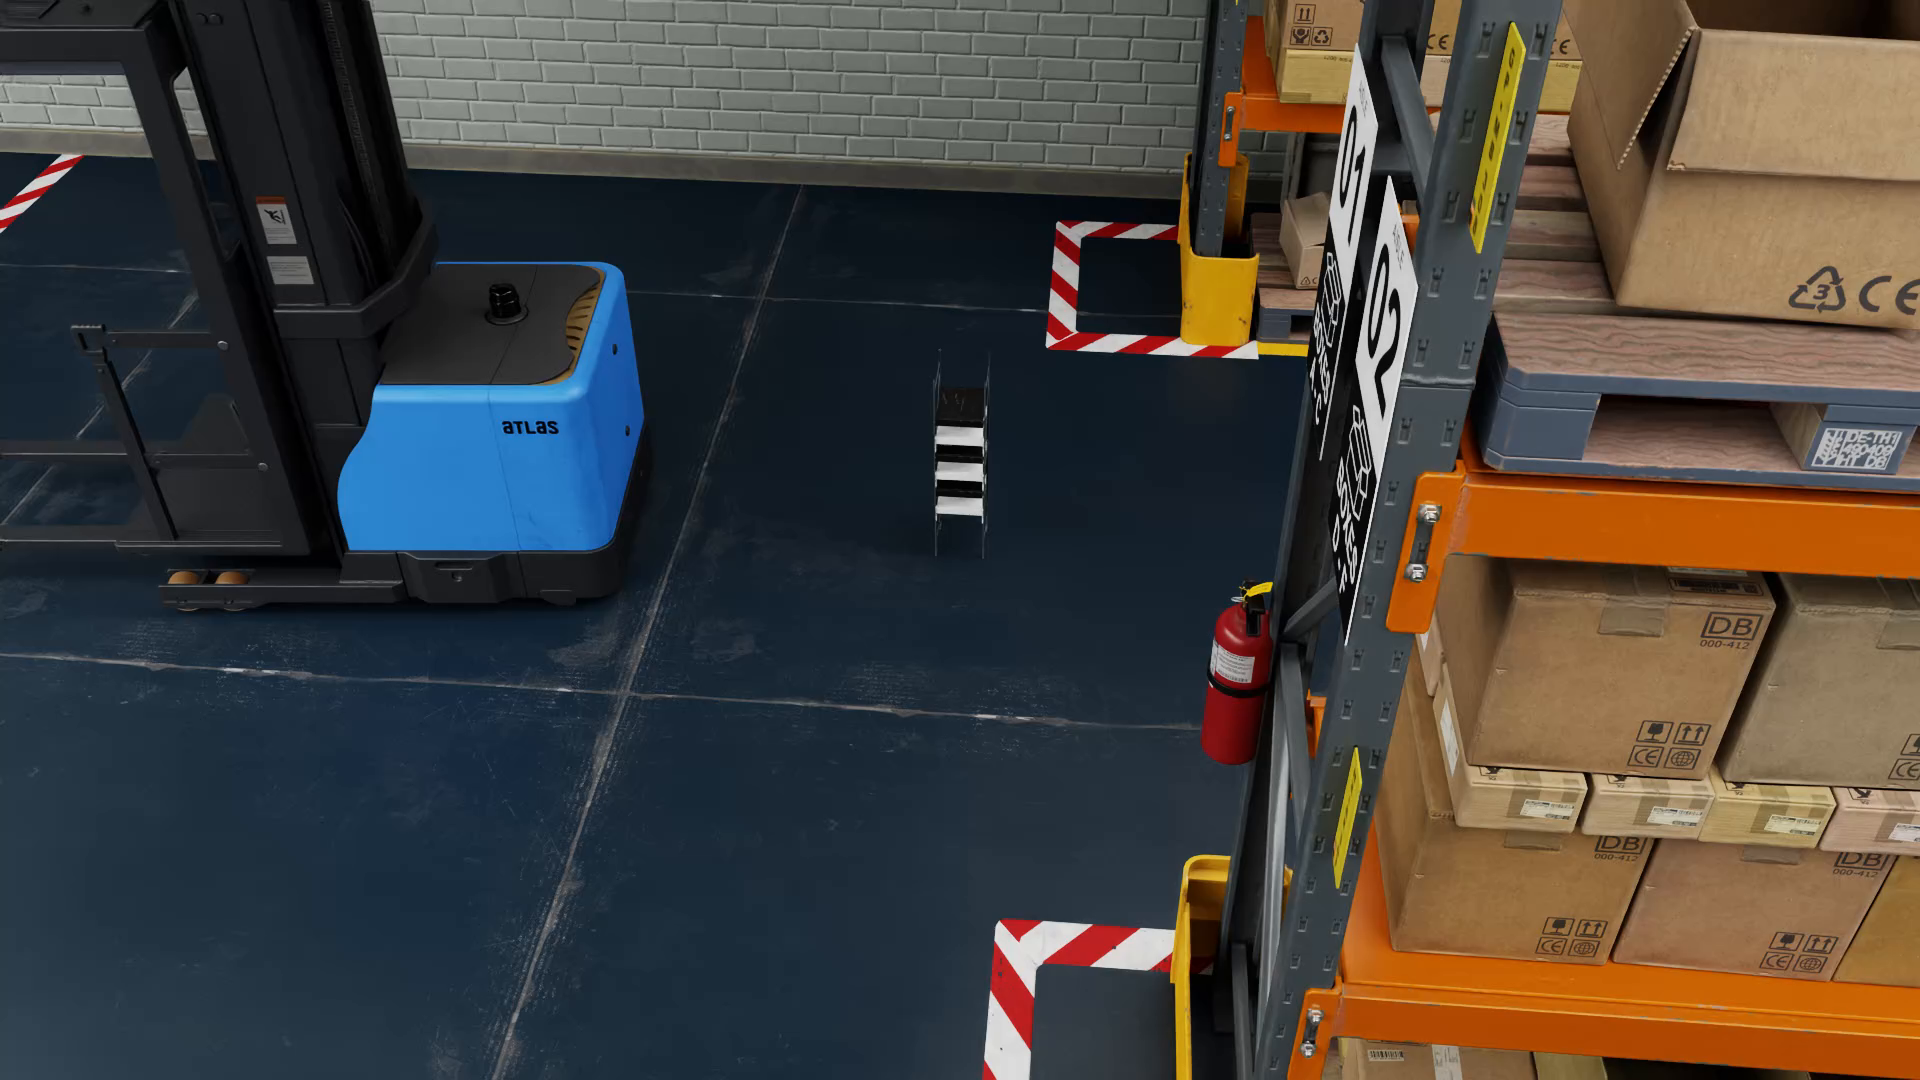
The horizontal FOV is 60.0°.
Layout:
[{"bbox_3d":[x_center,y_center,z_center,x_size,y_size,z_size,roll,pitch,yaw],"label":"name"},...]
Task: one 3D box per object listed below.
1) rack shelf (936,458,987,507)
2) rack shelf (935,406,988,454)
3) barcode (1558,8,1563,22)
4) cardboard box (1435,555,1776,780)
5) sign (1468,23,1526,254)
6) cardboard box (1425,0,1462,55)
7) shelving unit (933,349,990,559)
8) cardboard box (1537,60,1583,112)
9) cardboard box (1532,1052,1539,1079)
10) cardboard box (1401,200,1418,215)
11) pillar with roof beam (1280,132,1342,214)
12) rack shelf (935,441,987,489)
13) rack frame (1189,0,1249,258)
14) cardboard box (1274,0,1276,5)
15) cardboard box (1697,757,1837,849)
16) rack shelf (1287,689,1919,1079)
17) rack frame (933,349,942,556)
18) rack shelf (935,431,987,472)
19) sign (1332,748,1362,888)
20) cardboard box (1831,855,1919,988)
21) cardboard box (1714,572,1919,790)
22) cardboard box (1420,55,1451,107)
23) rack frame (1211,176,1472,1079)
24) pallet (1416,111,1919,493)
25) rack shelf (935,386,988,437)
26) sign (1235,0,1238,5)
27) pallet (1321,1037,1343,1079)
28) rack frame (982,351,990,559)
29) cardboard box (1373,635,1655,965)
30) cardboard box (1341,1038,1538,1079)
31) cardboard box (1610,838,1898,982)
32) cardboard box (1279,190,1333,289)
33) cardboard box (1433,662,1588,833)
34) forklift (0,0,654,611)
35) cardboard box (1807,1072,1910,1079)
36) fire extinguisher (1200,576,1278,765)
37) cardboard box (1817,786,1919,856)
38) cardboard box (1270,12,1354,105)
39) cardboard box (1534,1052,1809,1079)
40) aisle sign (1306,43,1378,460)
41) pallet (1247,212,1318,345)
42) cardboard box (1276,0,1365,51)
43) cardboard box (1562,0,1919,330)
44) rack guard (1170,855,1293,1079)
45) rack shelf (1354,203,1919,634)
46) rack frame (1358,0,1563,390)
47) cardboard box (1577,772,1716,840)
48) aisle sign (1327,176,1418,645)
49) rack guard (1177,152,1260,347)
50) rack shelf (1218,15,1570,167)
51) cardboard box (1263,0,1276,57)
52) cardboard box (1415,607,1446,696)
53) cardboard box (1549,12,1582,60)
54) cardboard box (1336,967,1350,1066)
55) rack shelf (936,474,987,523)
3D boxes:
[{"bbox_3d":[0.008,-0.253,7.043,0.200,0.077,0.258,3,39,4],"label":"rack shelf"},{"bbox_3d":[0.008,-0.462,6.873,0.200,0.077,0.258,3,39,4],"label":"rack shelf"},{"bbox_3d":[1.191,-1.083,3.369,0.075,0.075,0.001,3,39,4],"label":"barcode"},{"bbox_3d":[1.366,0.086,3.661,0.500,0.500,0.700,3,39,4],"label":"cardboard box"},{"bbox_3d":[0.795,-0.592,2.470,0.005,0.325,0.100,3,39,4],"label":"sign"},{"bbox_3d":[2.214,-2.516,7.474,0.500,0.500,0.500,3,39,4],"label":"cardboard box"},{"bbox_3d":[0.008,-0.349,6.965,0.210,0.900,0.258,3,39,4],"label":"shelving unit"},{"bbox_3d":[2.757,-2.196,7.675,0.500,0.250,0.500,3,39,3],"label":"cardboard box"},{"bbox_3d":[1.862,1.689,4.644,0.500,0.250,0.500,3,39,4],"label":"cardboard box"},{"bbox_3d":[2.522,-1.526,8.530,0.500,0.311,0.500,6,40,8],"label":"cardboard box"},{"bbox_3d":[1.673,-2.649,3.376,0.400,9.000,9.100,3,39,4],"label":"pillar with roof beam"},{"bbox_3d":[0.008,-0.323,6.986,0.200,0.077,0.258,3,39,4],"label":"rack shelf"},{"bbox_3d":[1.273,-2.524,7.974,0.127,3.000,1.000,3,39,4],"label":"rack frame"},{"bbox_3d":[1.761,-2.872,7.911,0.500,0.500,0.500,3,39,3],"label":"cardboard box"},{"bbox_3d":[1.733,0.486,3.684,0.250,0.149,0.380,3,39,4],"label":"cardboard box"},{"bbox_3d":[2.841,0.980,4.240,4.000,0.370,1.077,3,39,4],"label":"rack shelf"},{"bbox_3d":[-0.093,-0.354,6.972,0.006,0.900,0.240,3,39,4],"label":"rack frame"},{"bbox_3d":[0.008,-0.393,6.930,0.200,0.077,0.258,3,39,4],"label":"rack shelf"},{"bbox_3d":[0.795,0.574,3.420,0.005,0.325,0.100,3,39,4],"label":"sign"},{"bbox_3d":[2.331,0.643,4.005,0.500,0.500,0.700,3,39,4],"label":"cardboard box"},{"bbox_3d":[1.890,0.112,3.630,0.500,0.500,0.700,2,39,3],"label":"cardboard box"},{"bbox_3d":[2.250,-2.228,7.714,0.500,0.250,0.500,2,39,2],"label":"cardboard box"},{"bbox_3d":[0.849,0.592,4.147,0.127,3.000,1.000,3,39,4],"label":"rack frame"},{"bbox_3d":[1.551,-0.482,3.160,1.213,0.211,1.003,3,39,4],"label":"pallet"},{"bbox_3d":[0.008,-0.532,6.816,0.200,0.077,0.258,3,39,4],"label":"rack shelf"},{"bbox_3d":[1.226,-2.518,7.282,0.005,0.325,0.100,3,39,4],"label":"sign"},{"bbox_3d":[1.614,1.689,5.008,1.213,0.211,1.003,3,39,4],"label":"pallet"},{"bbox_3d":[0.109,-0.343,6.959,0.006,0.900,0.240,3,39,4],"label":"rack frame"},{"bbox_3d":[1.313,0.587,4.074,0.500,0.500,0.700,3,39,4],"label":"cardboard box"},{"bbox_3d":[1.364,1.665,4.674,0.500,0.250,0.500,3,39,4],"label":"cardboard box"},{"bbox_3d":[1.836,0.612,4.043,0.500,0.500,0.700,4,39,5],"label":"cardboard box"},{"bbox_3d":[1.954,-1.557,8.569,0.500,0.311,0.500,-1,39,-1],"label":"cardboard box"},{"bbox_3d":[1.221,0.458,3.718,0.250,0.149,0.380,3,39,4],"label":"cardboard box"},{"bbox_3d":[-2.913,-1.177,6.374,3.031,2.935,1.130,0,39,0],"label":"forklift"},{"bbox_3d":[2.362,1.419,4.382,0.500,0.500,0.500,3,39,4],"label":"cardboard box"},{"bbox_3d":[0.771,0.323,4.538,0.183,0.674,0.296,3,39,4],"label":"fire extinguisher"},{"bbox_3d":[1.984,0.501,3.666,0.250,0.149,0.380,3,39,3],"label":"cardboard box"},{"bbox_3d":[1.731,-2.247,7.738,0.500,0.250,0.500,2,39,3],"label":"cardboard box"},{"bbox_3d":[1.862,1.400,4.406,0.500,0.500,0.500,3,39,4],"label":"cardboard box"},{"bbox_3d":[0.809,-0.605,3.557,0.004,0.787,0.394,3,39,4],"label":"aisle sign"},{"bbox_3d":[2.155,-1.372,8.768,1.213,0.211,1.003,3,39,4],"label":"pallet"},{"bbox_3d":[1.722,-2.549,7.515,0.500,0.500,0.500,3,39,4],"label":"cardboard box"},{"bbox_3d":[1.421,-0.795,2.949,0.637,0.503,0.797,6,39,7],"label":"cardboard box"},{"bbox_3d":[0.825,1.560,4.937,0.348,0.500,1.175,3,39,4],"label":"rack guard"},{"bbox_3d":[2.841,-0.183,3.293,4.000,0.370,1.077,3,39,4],"label":"rack shelf"},{"bbox_3d":[0.849,-1.735,2.253,0.127,3.000,1.000,3,39,4],"label":"rack frame"},{"bbox_3d":[1.485,0.471,3.702,0.250,0.149,0.380,2,39,3],"label":"cardboard box"},{"bbox_3d":[0.757,-0.227,3.094,0.004,0.787,0.394,3,39,4],"label":"aisle sign"},{"bbox_3d":[1.348,-1.550,8.758,0.348,0.500,1.175,3,39,4],"label":"rack guard"},{"bbox_3d":[3.265,-2.136,8.068,4.000,0.370,1.077,3,39,4],"label":"rack shelf"},{"bbox_3d":[1.755,-2.570,8.134,0.500,0.250,0.500,4,39,4],"label":"cardboard box"},{"bbox_3d":[1.246,0.203,4.032,0.250,0.149,0.380,3,39,3],"label":"cardboard box"},{"bbox_3d":[2.728,-2.484,7.434,0.500,0.500,0.500,2,39,2],"label":"cardboard box"},{"bbox_3d":[1.409,1.339,5.075,0.500,0.250,0.500,3,39,4],"label":"cardboard box"},{"bbox_3d":[0.008,-0.183,7.100,0.200,0.077,0.258,3,39,4],"label":"rack shelf"}]
